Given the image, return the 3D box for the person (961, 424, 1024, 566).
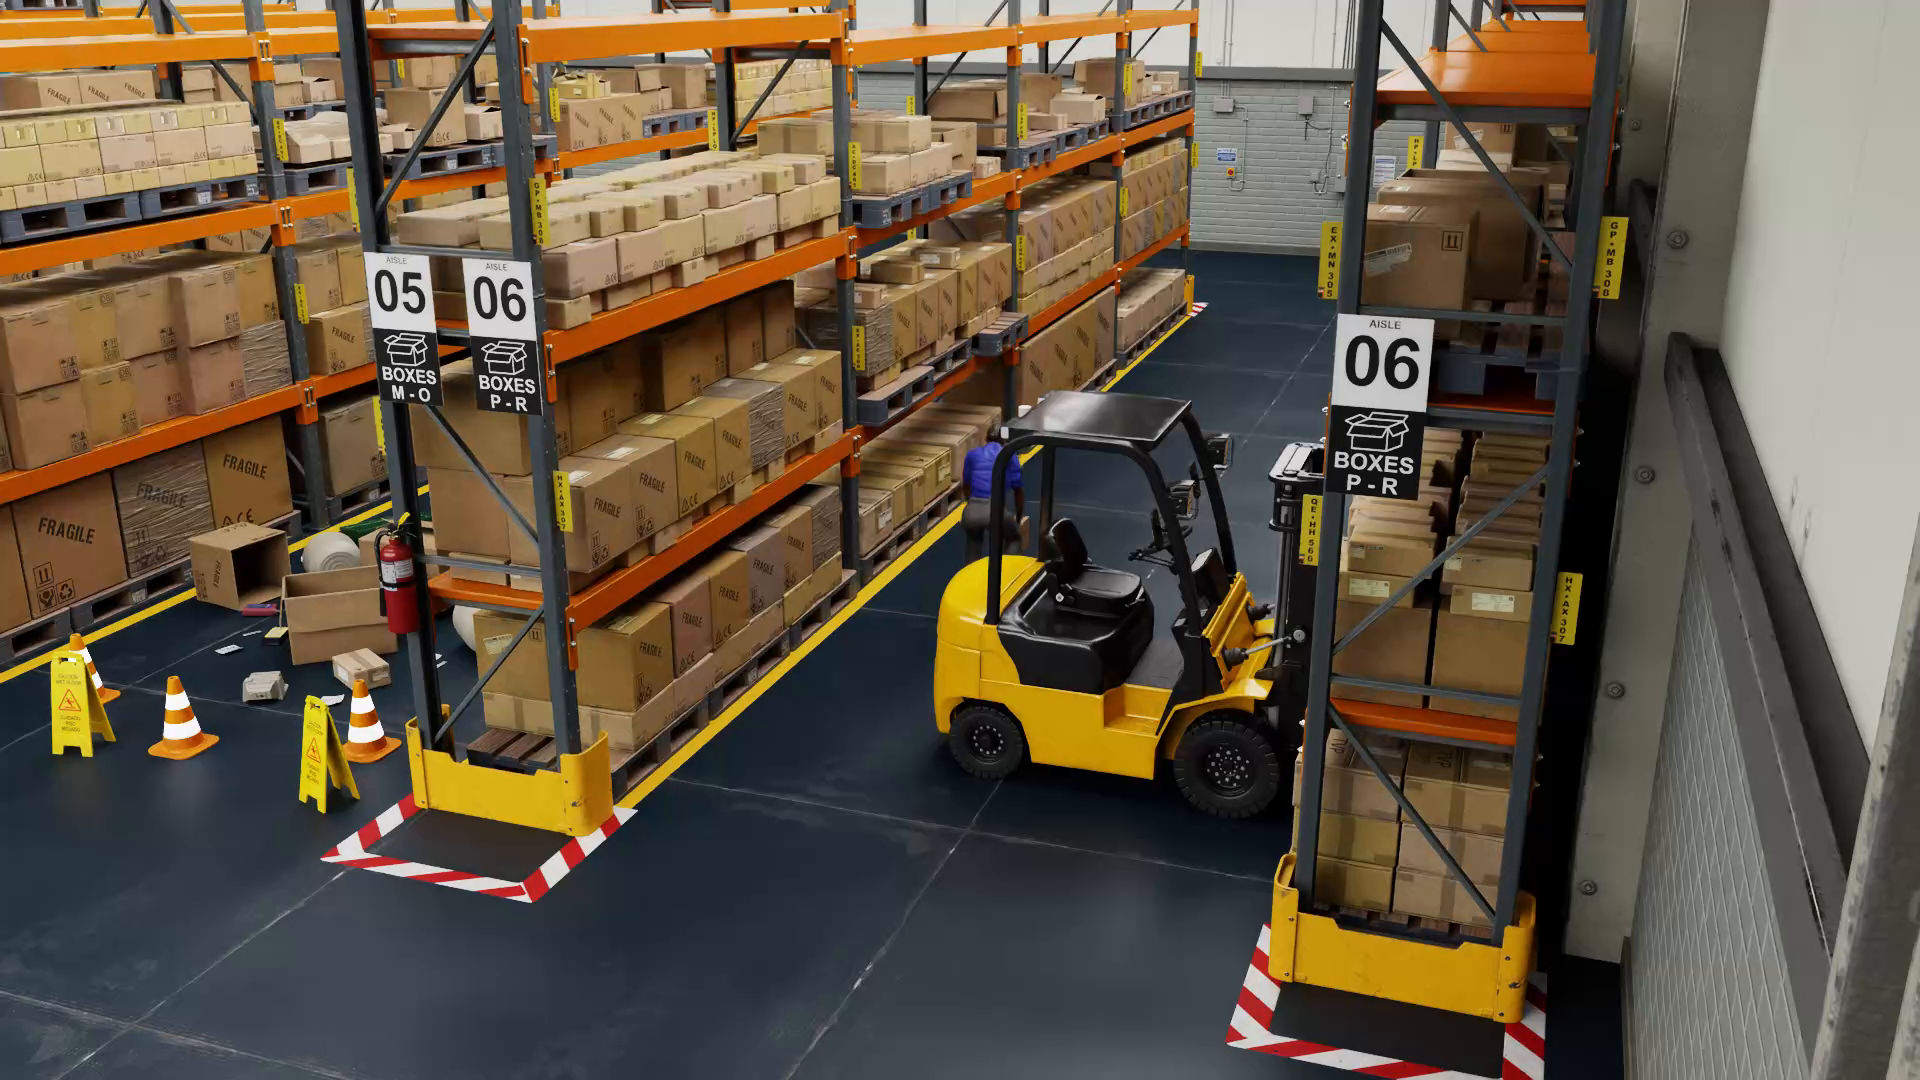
[{"bbox_3d":[0.218,-0.211,12.791,0.497,1.280,0.681,6,20,18],"label":"person"}]
